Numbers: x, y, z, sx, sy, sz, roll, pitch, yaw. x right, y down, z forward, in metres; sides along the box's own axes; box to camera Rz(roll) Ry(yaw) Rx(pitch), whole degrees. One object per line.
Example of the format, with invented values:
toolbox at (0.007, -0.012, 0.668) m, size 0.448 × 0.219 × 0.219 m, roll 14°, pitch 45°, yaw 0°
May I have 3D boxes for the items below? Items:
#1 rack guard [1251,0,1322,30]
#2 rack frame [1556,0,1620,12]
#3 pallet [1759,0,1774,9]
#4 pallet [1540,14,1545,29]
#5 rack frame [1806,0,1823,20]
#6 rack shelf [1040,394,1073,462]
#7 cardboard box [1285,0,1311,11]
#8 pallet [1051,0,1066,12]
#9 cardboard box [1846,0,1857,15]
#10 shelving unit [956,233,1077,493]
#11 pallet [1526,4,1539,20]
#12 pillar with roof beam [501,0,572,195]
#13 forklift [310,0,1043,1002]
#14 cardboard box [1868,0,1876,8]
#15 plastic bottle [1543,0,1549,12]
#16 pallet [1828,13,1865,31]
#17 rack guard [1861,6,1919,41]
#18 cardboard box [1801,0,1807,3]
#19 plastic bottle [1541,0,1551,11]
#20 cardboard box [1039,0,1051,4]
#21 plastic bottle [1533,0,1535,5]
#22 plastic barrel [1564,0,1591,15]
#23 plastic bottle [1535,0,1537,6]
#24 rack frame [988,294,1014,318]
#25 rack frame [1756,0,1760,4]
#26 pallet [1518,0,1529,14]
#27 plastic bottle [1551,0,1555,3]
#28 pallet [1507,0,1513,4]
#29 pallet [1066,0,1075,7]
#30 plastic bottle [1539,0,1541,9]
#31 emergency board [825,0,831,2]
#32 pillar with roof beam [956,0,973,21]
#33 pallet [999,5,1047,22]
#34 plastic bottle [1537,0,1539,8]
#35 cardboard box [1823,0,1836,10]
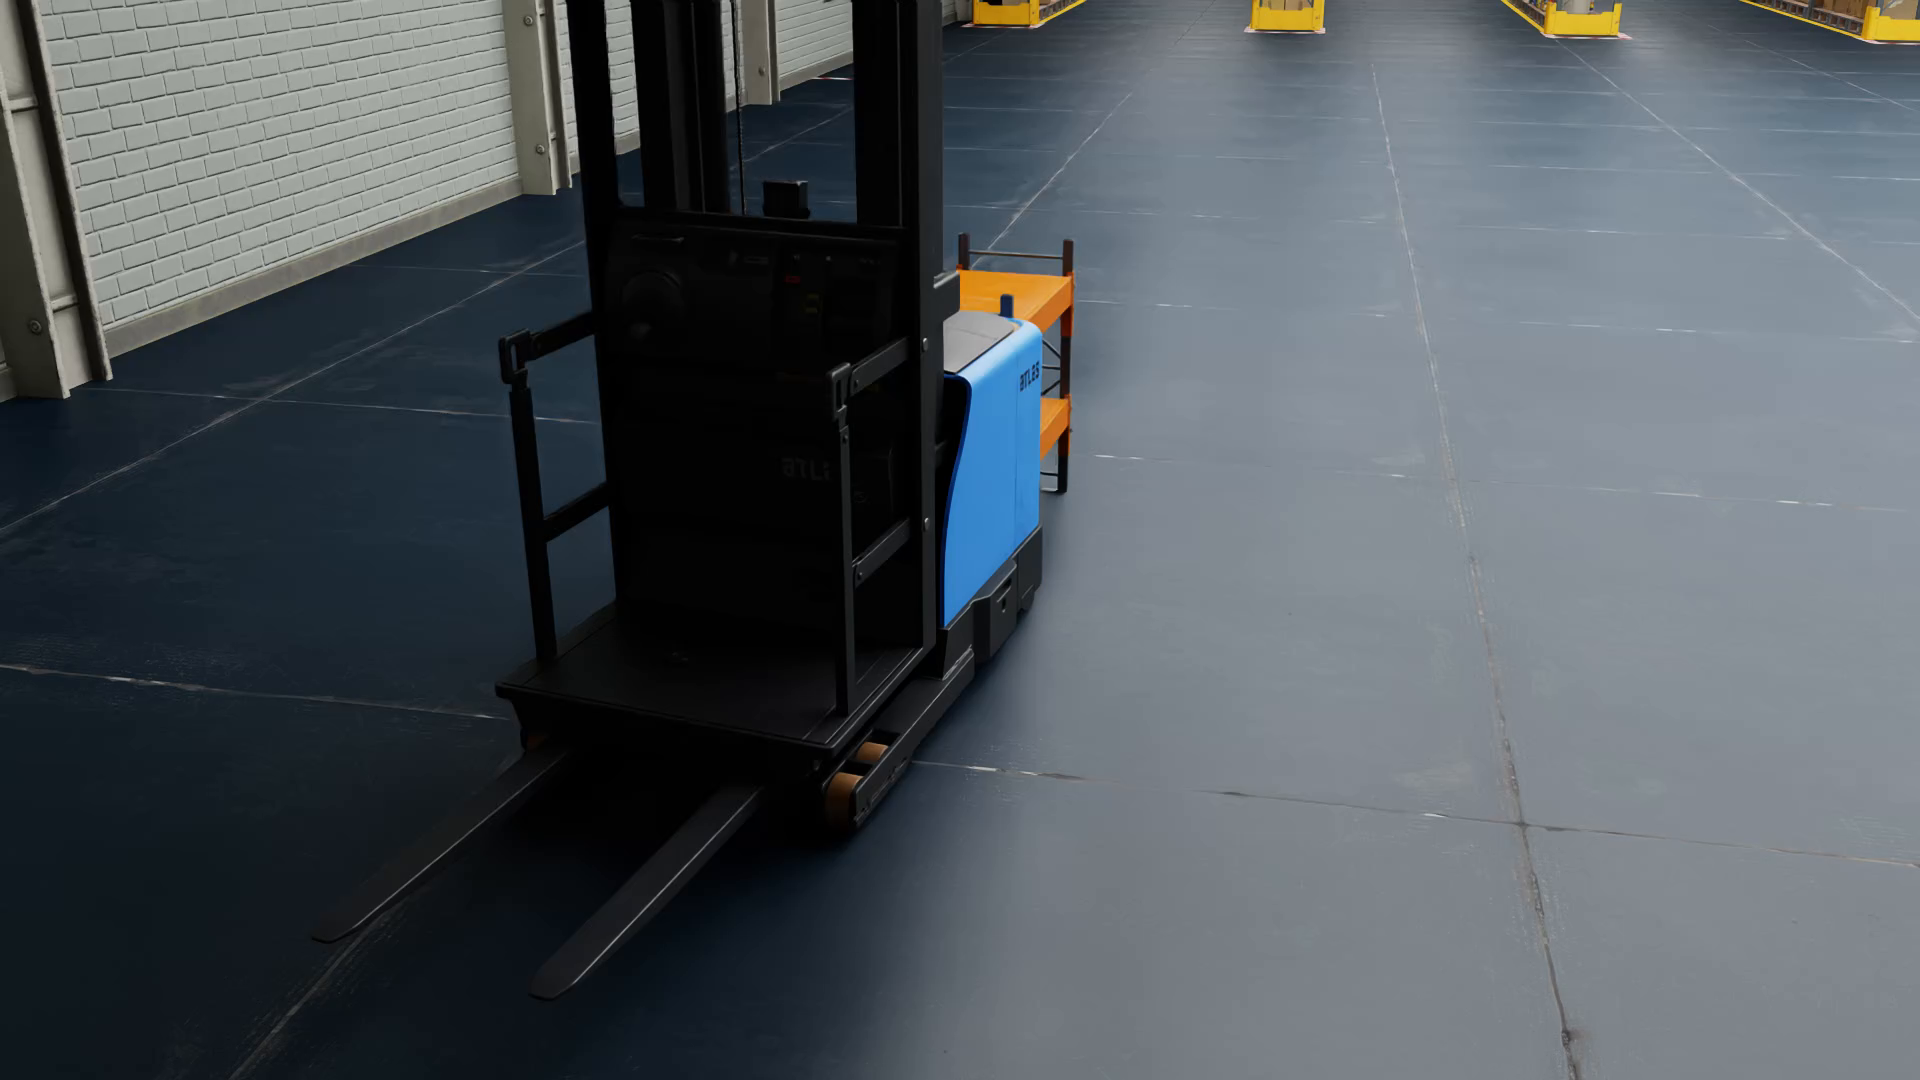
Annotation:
rack guard at (5.653, -9.124, 28.840) m, size 1.175 × 0.500 × 0.348 m, roll 4°, pitch 22°, yaw 11°
rack frame at (10.507, -9.914, 27.454) m, size 1.000 × 3.000 × 0.127 m, roll 4°, pitch 22°, yaw 11°
pallet at (16.827, -10.883, 33.592) m, size 1.003 × 0.211 × 1.213 m, roll 4°, pitch 22°, yaw 11°
pallet at (10.647, -8.948, 28.789) m, size 1.003 × 0.211 × 1.213 m, roll 4°, pitch 22°, yaw 11°
rack frame at (16.172, -10.999, 30.149) m, size 1.000 × 3.000 × 0.127 m, roll 4°, pitch 22°, yaw 11°
rack shelf at (0.095, -0.351, 6.874) m, size 0.538 × 0.278 × 1.000 m, roll 6°, pitch 23°, yaw 15°
cardboard box at (5.985, -9.391, 29.275) m, size 0.500 × 0.250 × 0.500 m, roll 4°, pitch 22°, yaw 11°
pallet at (1.522, -10.590, 32.866) m, size 1.003 × 0.211 × 1.213 m, roll 4°, pitch 22°, yaw 11°
cardboard box at (15.891, -9.448, 29.081) m, size 0.500 × 0.500 × 0.500 m, roll 2°, pitch 22°, yaw 6°
shelving unit at (0.095, -0.578, 6.783) m, size 0.538 × 1.125 × 1.048 m, roll 6°, pitch 23°, yaw 15°
pallet at (11.145, -9.841, 31.005) m, size 1.003 × 0.211 × 1.213 m, roll 4°, pitch 22°, yaw 11°
pillar with roof beam at (0.645, -6.862, 11.847) m, size 9.100 × 9.000 × 0.400 m, roll 4°, pitch 22°, yaw 11°
forklift at (-0.689, -0.699, 4.666) m, size 1.130 × 2.935 × 3.031 m, roll 8°, pitch 23°, yaw 19°
cardboard box at (15.588, -9.020, 28.018) m, size 0.500 × 0.500 × 0.500 m, roll 11°, pitch 24°, yaw 25°
plastic bottle at (10.452, -9.525, 29.645) m, size 0.097 × 0.201 × 0.097 m, roll 0°, pitch 22°, yaw 0°
pallet at (15.822, -9.010, 28.942) m, size 1.003 × 0.211 × 1.213 m, roll 4°, pitch 22°, yaw 11°
rack guard at (15.371, -8.404, 27.052) m, size 1.175 × 0.500 × 0.348 m, roll 4°, pitch 22°, yaw 11°
cardboard box at (16.434, -10.439, 31.516) m, size 0.700 × 0.500 × 0.500 m, roll 4°, pitch 22°, yaw 11°
plastic bottle at (10.530, -9.649, 29.855) m, size 0.152 × 0.276 × 0.135 m, roll 5°, pitch 22°, yaw 11°
cardboard box at (1.352, -10.433, 31.499) m, size 0.700 × 0.500 × 0.500 m, roll 3°, pitch 22°, yaw 8°
plastic bottle at (10.789, -10.114, 31.008) m, size 0.152 × 0.276 × 0.135 m, roll 5°, pitch 23°, yaw 13°
plastic barrel at (10.566, -9.201, 28.452) m, size 0.421 × 0.512 × 0.421 m, roll 0°, pitch 22°, yaw 0°
plastic bottle at (10.713, -10.019, 30.673) m, size 0.144 × 0.351 × 0.185 m, roll 4°, pitch 22°, yaw 9°
rack frame at (-0.047, -0.396, 6.330) m, size 0.500 × 1.125 × 0.032 m, roll 6°, pitch 23°, yaw 15°
rack frame at (16.988, -12.462, 33.781) m, size 1.000 × 3.000 × 0.127 m, roll 4°, pitch 22°, yaw 11°
pallet at (11.445, -10.373, 32.327) m, size 1.003 × 0.211 × 1.213 m, roll 4°, pitch 22°, yaw 11°
plastic bottle at (10.635, -9.645, 29.834) m, size 0.061 × 0.283 × 0.133 m, roll 4°, pitch 22°, yaw 11°
pallet at (11.943, -11.266, 34.543) m, size 1.003 × 0.211 × 1.213 m, roll 4°, pitch 22°, yaw 11°
pallet at (1.782, -11.123, 34.189) m, size 1.003 × 0.211 × 1.213 m, roll 4°, pitch 22°, yaw 11°
plastic bottle at (10.589, -9.796, 30.118) m, size 0.144 × 0.351 × 0.185 m, roll 5°, pitch 23°, yaw 13°
emergency board at (-1.682, -7.894, 22.438) m, size 0.157 × 1.169 × 0.626 m, roll 4°, pitch 22°, yaw 11°
pillar with roof beam at (4.318, -13.445, 28.193) m, size 9.100 × 9.000 × 0.400 m, roll 4°, pitch 22°, yaw 11°
pallet at (1.024, -9.698, 30.650) m, size 1.003 × 0.211 × 1.213 m, roll 4°, pitch 22°, yaw 11°
plastic bottle at (10.633, -9.848, 30.448) m, size 0.097 × 0.201 × 0.097 m, roll 0°, pitch 22°, yaw 0°
cardboard box at (16.051, -9.891, 30.181) m, size 0.500 × 0.500 × 0.500 m, roll 4°, pitch 22°, yaw 9°
